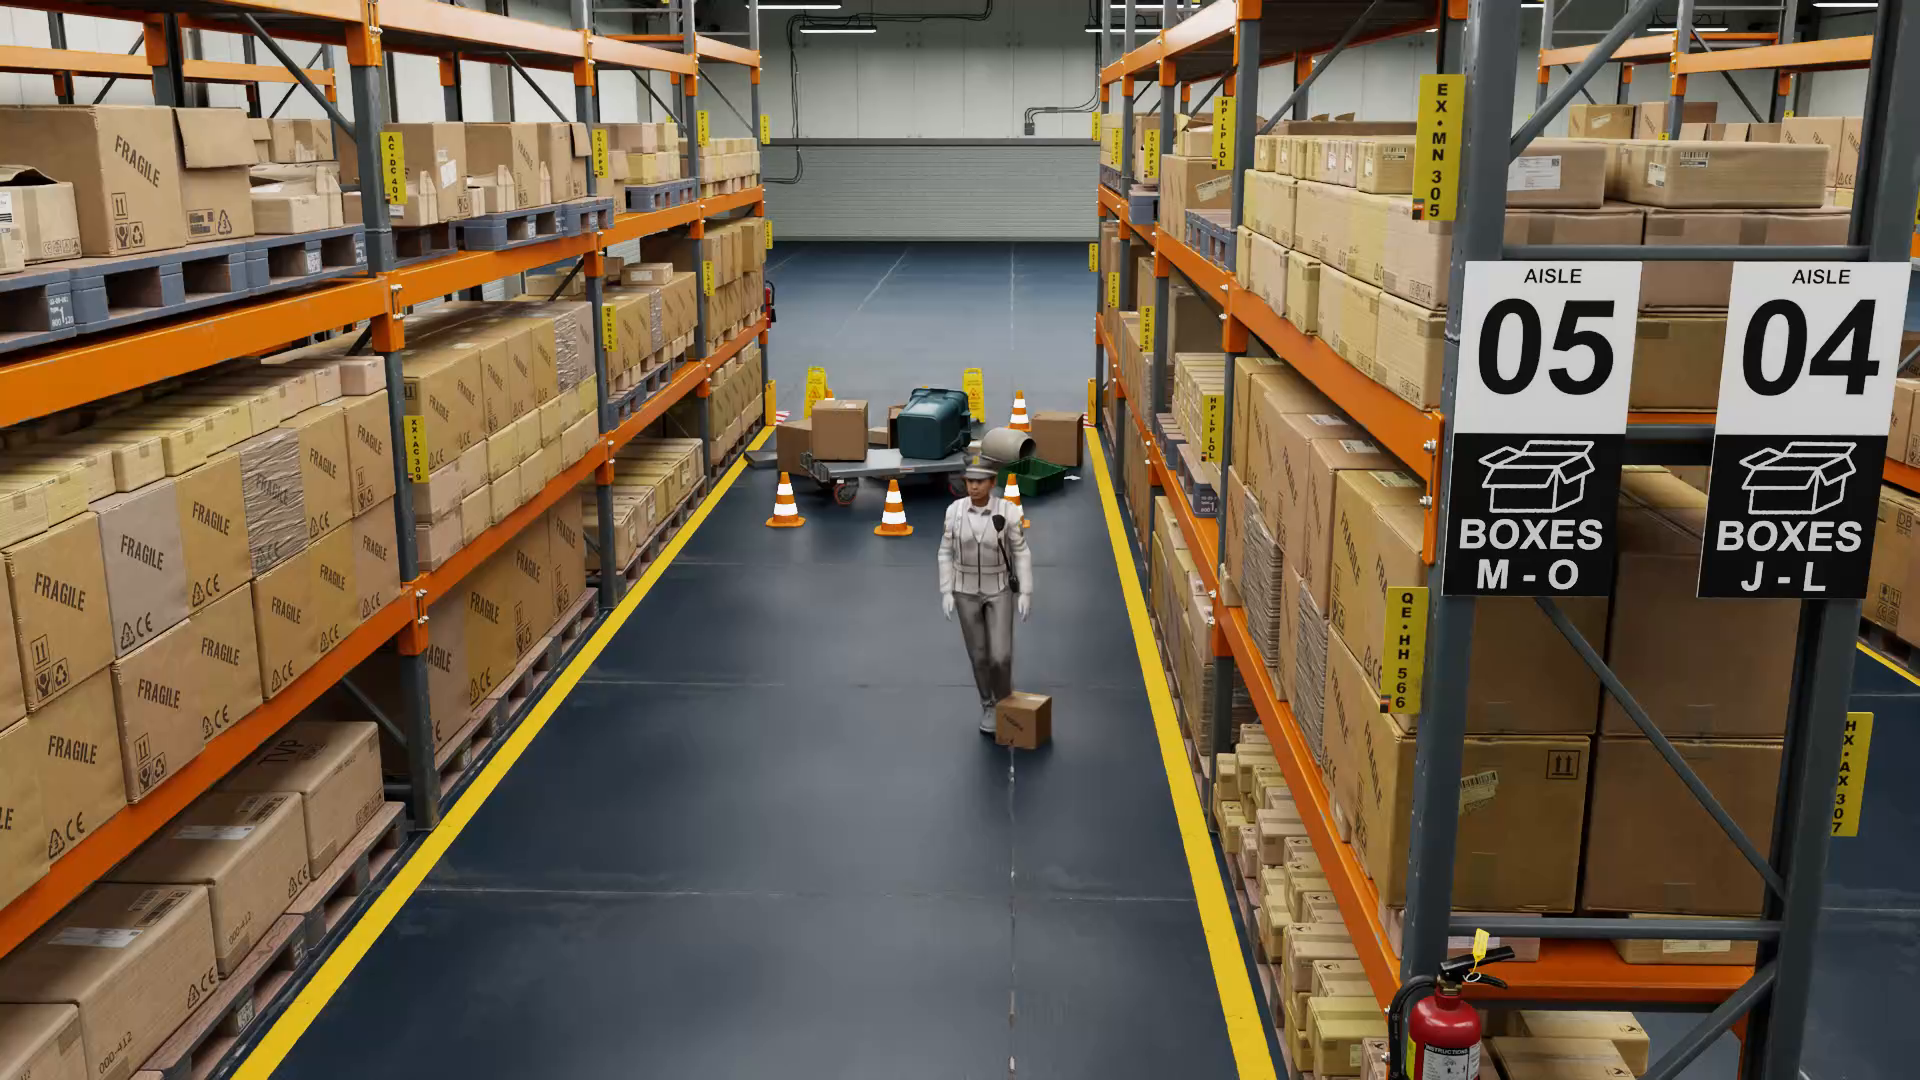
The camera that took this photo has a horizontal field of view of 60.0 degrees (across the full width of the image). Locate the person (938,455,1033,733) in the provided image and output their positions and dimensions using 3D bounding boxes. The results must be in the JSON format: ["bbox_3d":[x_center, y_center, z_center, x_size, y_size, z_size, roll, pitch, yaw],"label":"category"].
[{"bbox_3d":[0.139,0.322,9.623,0.557,1.688,0.476,3,14,10],"label":"person"}]
